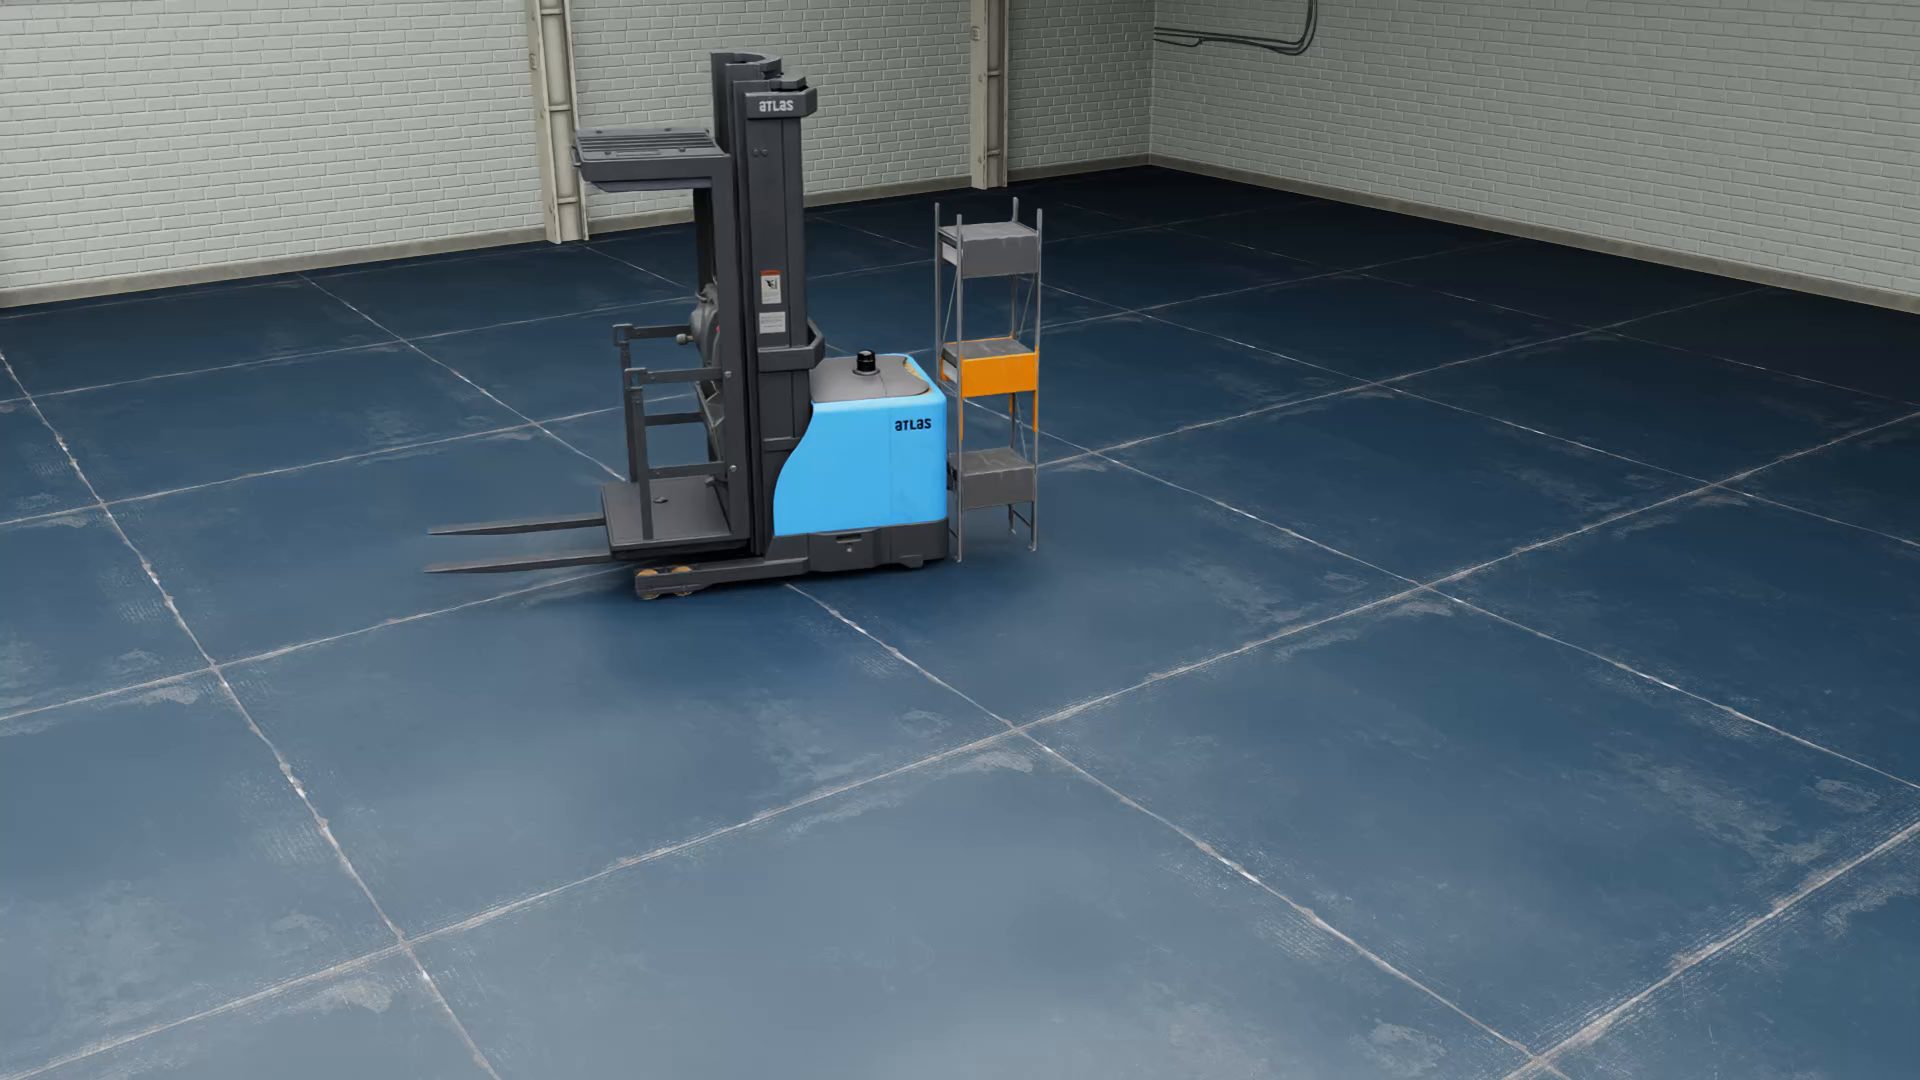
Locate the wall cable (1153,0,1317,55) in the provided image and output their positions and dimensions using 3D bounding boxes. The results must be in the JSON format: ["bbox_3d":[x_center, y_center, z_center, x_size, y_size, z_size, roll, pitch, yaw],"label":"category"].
[{"bbox_3d":[3.549,-7.711,21.767,0.112,2.526,3.097,-15,26,-33],"label":"wall cable"}]

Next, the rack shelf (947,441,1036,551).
[{"bbox_3d":[0.161,-0.275,10.177,0.480,0.518,0.431,-8,23,-19],"label":"rack shelf"}]

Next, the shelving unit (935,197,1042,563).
[{"bbox_3d":[0.161,-0.937,9.912,0.503,2.100,0.431,-8,23,-19],"label":"shelving unit"}]

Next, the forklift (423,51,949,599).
[{"bbox_3d":[-1.639,-1.237,9.542,3.031,2.935,1.130,-6,22,-14],"label":"forklift"}]

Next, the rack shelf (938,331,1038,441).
[{"bbox_3d":[0.161,-0.925,9.917,0.480,0.518,0.431,-8,23,-19],"label":"rack shelf"}]

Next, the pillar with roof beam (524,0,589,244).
[{"bbox_3d":[-1.971,-6.319,14.090,0.400,9.000,9.100,-15,26,-33],"label":"pillar with roof beam"}]

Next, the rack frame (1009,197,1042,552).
[{"bbox_3d":[0.390,-0.969,9.991,0.015,2.100,0.400,-8,23,-19],"label":"rack frame"}]

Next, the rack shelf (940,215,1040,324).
[{"bbox_3d":[0.161,-1.575,9.658,0.480,0.518,0.431,-8,23,-19],"label":"rack shelf"}]

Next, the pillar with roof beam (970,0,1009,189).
[{"bbox_3d":[2.900,-7.618,17.345,0.400,9.000,9.100,-15,26,-33],"label":"pillar with roof beam"}]

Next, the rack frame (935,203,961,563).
[{"bbox_3d":[-0.068,-0.906,9.834,0.015,2.100,0.400,-8,23,-19],"label":"rack frame"}]
